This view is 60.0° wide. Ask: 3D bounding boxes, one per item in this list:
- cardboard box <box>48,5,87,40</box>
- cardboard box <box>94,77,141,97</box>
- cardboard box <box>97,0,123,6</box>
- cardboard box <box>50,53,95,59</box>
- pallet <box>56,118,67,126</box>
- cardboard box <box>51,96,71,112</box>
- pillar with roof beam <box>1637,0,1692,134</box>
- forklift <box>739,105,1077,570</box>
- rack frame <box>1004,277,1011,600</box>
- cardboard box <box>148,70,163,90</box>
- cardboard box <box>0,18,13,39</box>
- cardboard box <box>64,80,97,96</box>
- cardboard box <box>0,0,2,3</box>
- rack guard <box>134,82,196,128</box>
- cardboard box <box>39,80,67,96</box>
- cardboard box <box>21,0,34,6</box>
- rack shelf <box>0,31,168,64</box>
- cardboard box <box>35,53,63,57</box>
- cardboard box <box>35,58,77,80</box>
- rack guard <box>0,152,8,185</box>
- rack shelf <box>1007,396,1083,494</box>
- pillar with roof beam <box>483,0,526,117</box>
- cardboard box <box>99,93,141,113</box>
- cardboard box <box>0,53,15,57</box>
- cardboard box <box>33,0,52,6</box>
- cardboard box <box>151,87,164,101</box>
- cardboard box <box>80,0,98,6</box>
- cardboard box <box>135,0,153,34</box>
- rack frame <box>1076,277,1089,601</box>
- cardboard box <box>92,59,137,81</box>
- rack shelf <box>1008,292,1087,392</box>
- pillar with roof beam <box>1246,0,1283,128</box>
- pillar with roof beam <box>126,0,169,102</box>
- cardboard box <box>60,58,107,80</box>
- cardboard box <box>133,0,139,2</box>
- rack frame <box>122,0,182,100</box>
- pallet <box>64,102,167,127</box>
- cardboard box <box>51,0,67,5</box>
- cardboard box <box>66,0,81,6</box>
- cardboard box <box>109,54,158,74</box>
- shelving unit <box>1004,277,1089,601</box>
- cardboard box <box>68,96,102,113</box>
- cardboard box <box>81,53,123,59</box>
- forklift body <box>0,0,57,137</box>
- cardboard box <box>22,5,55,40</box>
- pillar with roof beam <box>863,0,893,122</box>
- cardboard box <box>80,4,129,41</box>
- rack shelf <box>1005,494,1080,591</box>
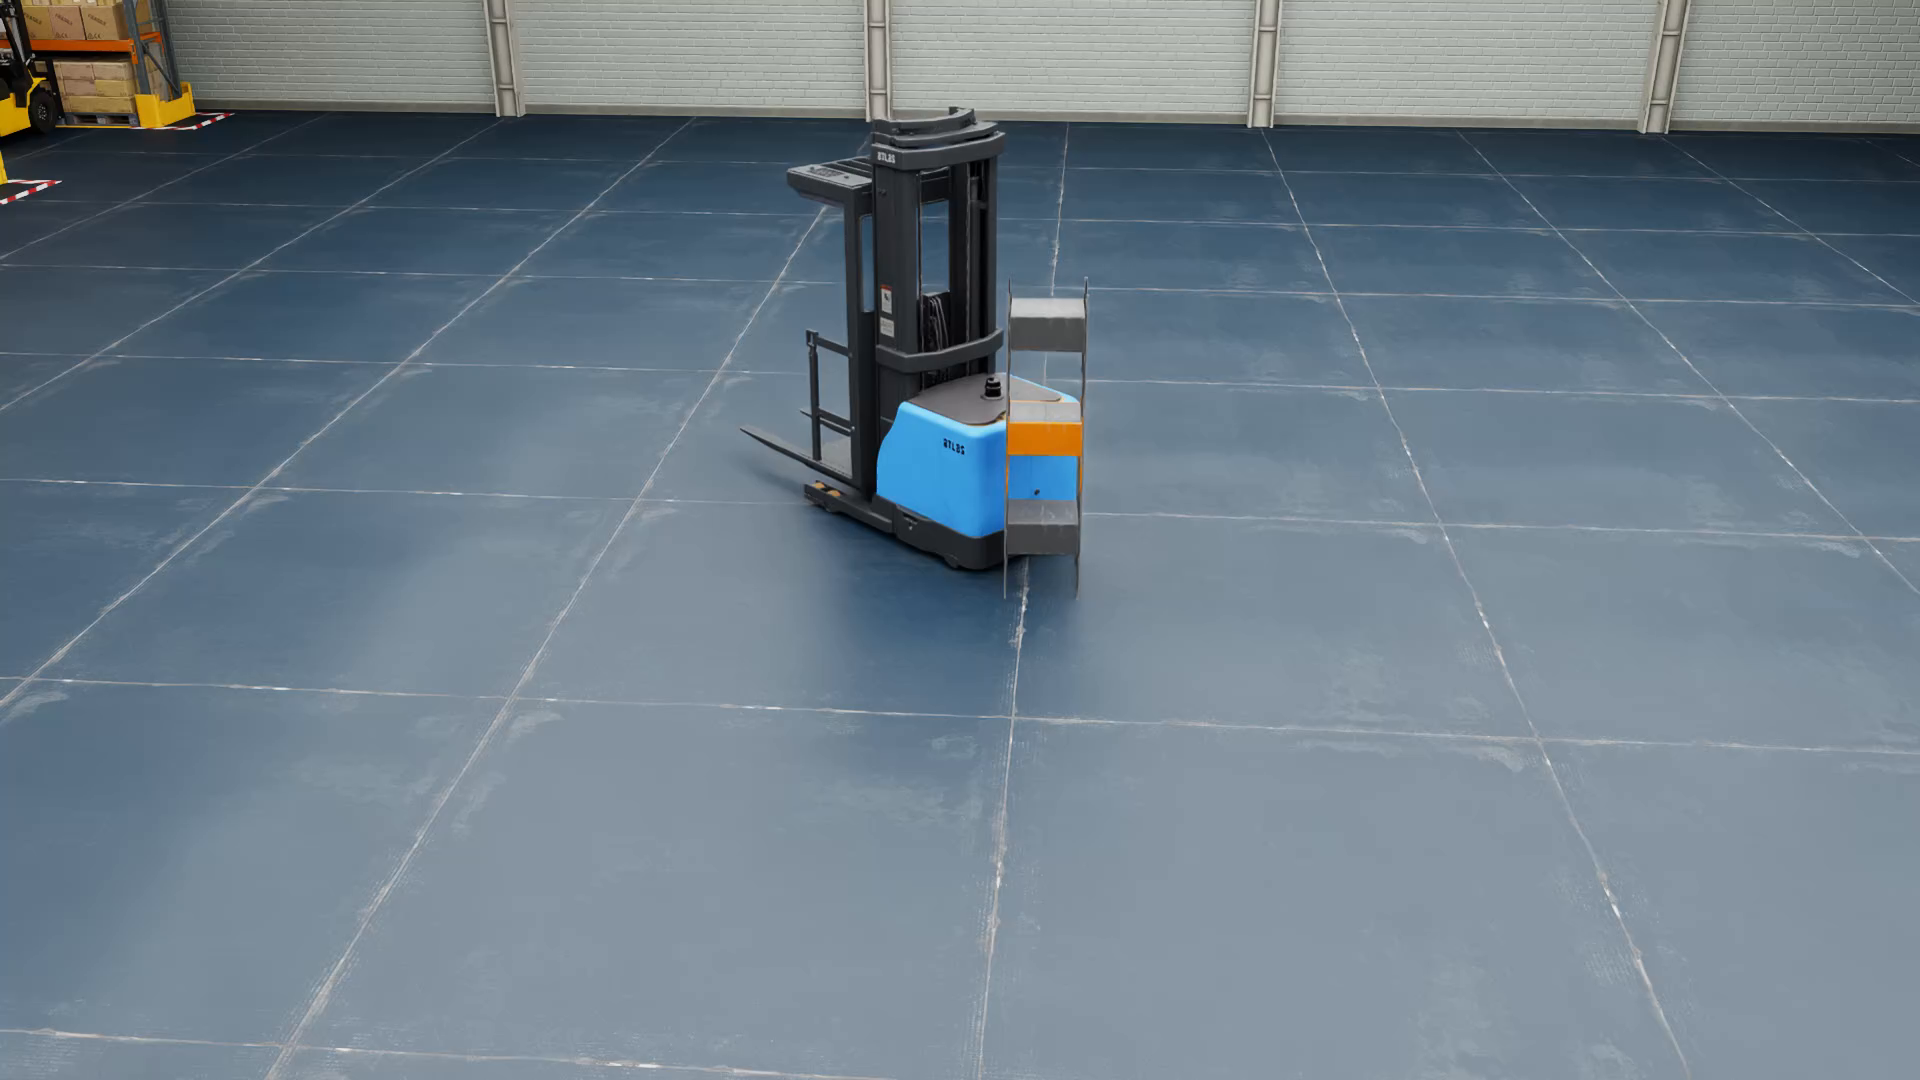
[{"bbox_3d":[-13.648,-8.013,25.667,0.500,0.500,0.500,3,25,6],"label":"cardboard box"},{"bbox_3d":[-13.130,-7.094,25.980,0.500,0.250,0.500,2,25,3],"label":"cardboard box"},{"bbox_3d":[-12.988,-8.275,25.461,0.250,0.149,0.380,2,25,5],"label":"cardboard box"},{"bbox_3d":[-14.082,-7.565,26.405,0.500,0.250,0.500,2,25,4],"label":"cardboard box"},{"bbox_3d":[-14.599,-6.821,26.532,1.213,0.211,1.003,2,25,4],"label":"pallet"},{"bbox_3d":[-14.106,-6.905,26.166,0.500,0.250,0.500,2,25,5],"label":"cardboard box"},{"bbox_3d":[10.354,-8.601,19.889,0.400,9.000,9.100,2,25,4],"label":"pillar with roof beam"},{"bbox_3d":[-0.520,-1.662,12.067,1.130,2.935,3.031,-21,32,-37],"label":"forklift"},{"bbox_3d":[0.306,-0.639,10.839,0.015,2.100,0.400,1,25,2],"label":"rack frame"},{"bbox_3d":[-13.073,-7.311,26.450,0.500,0.250,0.500,2,25,5],"label":"cardboard box"},{"bbox_3d":[-14.661,-8.040,25.727,0.500,0.500,0.500,2,25,4],"label":"cardboard box"},{"bbox_3d":[-13.629,-7.115,26.025,0.500,0.250,0.500,2,25,3],"label":"cardboard box"},{"bbox_3d":[-14.771,-8.331,25.582,0.250,0.149,0.380,1,25,3],"label":"cardboard box"},{"bbox_3d":[-12.597,-6.904,26.368,0.348,0.500,1.175,2,25,4],"label":"rack guard"},{"bbox_3d":[-14.145,-7.123,26.041,0.500,0.250,0.500,1,25,3],"label":"cardboard box"},{"bbox_3d":[-14.269,-8.306,25.528,0.250,0.149,0.380,2,25,4],"label":"cardboard box"},{"bbox_3d":[-14.615,-7.778,26.136,4.000,0.370,1.077,2,25,4],"label":"rack shelf"},{"bbox_3d":[-14.592,-7.585,26.447,0.500,0.250,0.500,1,25,3],"label":"cardboard box"},{"bbox_3d":[-14.117,-7.347,25.930,0.500,0.250,0.500,2,25,5],"label":"cardboard box"},{"bbox_3d":[-13.073,-4.838,21.878,0.348,0.500,1.175,2,25,4],"label":"rack guard"},{"bbox_3d":[0.550,-0.623,10.835,0.480,0.518,0.431,1,25,2],"label":"rack shelf"},{"bbox_3d":[-7.593,-9.177,21.141,0.400,9.000,9.100,2,25,4],"label":"pillar with roof beam"},{"bbox_3d":[-13.113,-6.865,26.080,0.500,0.250,0.500,2,25,4],"label":"cardboard box"},{"bbox_3d":[-15.094,-7.597,26.475,0.500,0.250,0.500,2,25,4],"label":"cardboard box"},{"bbox_3d":[-14.015,-8.306,25.528,0.250,0.149,0.380,1,25,2],"label":"cardboard box"},{"bbox_3d":[-13.095,-7.079,26.545,0.500,0.250,0.500,2,25,4],"label":"cardboard box"},{"bbox_3d":[-13.245,-8.271,25.451,0.250,0.149,0.380,2,25,5],"label":"cardboard box"},{"bbox_3d":[-13.093,-8.217,26.112,0.500,0.500,0.500,3,25,6],"label":"cardboard box"},{"bbox_3d":[0.794,-0.631,10.820,0.015,2.100,0.400,1,25,2],"label":"rack frame"},{"bbox_3d":[-13.104,-7.321,25.874,0.500,0.250,0.500,3,25,6],"label":"cardboard box"},{"bbox_3d":[0.550,-1.258,10.542,0.480,0.518,0.431,1,25,2],"label":"rack shelf"},{"bbox_3d":[4.372,-8.793,20.306,0.400,9.000,9.100,2,25,4],"label":"pillar with roof beam"},{"bbox_3d":[-13.575,-9.369,21.558,0.400,9.000,9.100,2,25,4],"label":"pillar with roof beam"},{"bbox_3d":[-13.613,-7.335,25.904,0.500,0.250,0.500,2,25,5],"label":"cardboard box"},{"bbox_3d":[-12.939,-8.499,25.949,0.250,0.149,0.380,1,25,3],"label":"cardboard box"},{"bbox_3d":[-12.621,-8.040,25.847,0.127,3.000,1.000,2,25,4],"label":"rack frame"},{"bbox_3d":[-13.386,-6.781,26.445,1.213,0.211,1.003,2,25,4],"label":"pallet"},{"bbox_3d":[-13.745,-8.317,25.552,0.250,0.149,0.380,2,25,4],"label":"cardboard box"},{"bbox_3d":[-13.499,-8.304,25.525,0.250,0.149,0.380,2,25,5],"label":"cardboard box"},{"bbox_3d":[-13.085,-7.531,26.330,0.500,0.250,0.500,1,25,3],"label":"cardboard box"},{"bbox_3d":[0.550,-0.635,10.829,0.503,2.100,0.431,1,25,2],"label":"shelving unit"},{"bbox_3d":[-13.608,-6.885,26.123,0.500,0.250,0.500,2,25,4],"label":"cardboard box"},{"bbox_3d":[-13.584,-7.545,26.361,0.500,0.250,0.500,2,25,4],"label":"cardboard box"},{"bbox_3d":[-14.651,-6.955,24.504,1.214,2.155,2.313,2,25,4],"label":"forklift body"},{"bbox_3d":[-14.159,-8.029,25.702,0.500,0.500,0.500,1,25,3],"label":"cardboard box"},{"bbox_3d":[-1.611,-8.985,20.724,0.400,9.000,9.100,2,25,4],"label":"pillar with roof beam"},{"bbox_3d":[-13.131,-7.992,25.622,0.500,0.500,0.500,1,25,3],"label":"cardboard box"},{"bbox_3d":[0.550,0.013,11.128,0.480,0.518,0.431,1,25,2],"label":"rack shelf"}]
